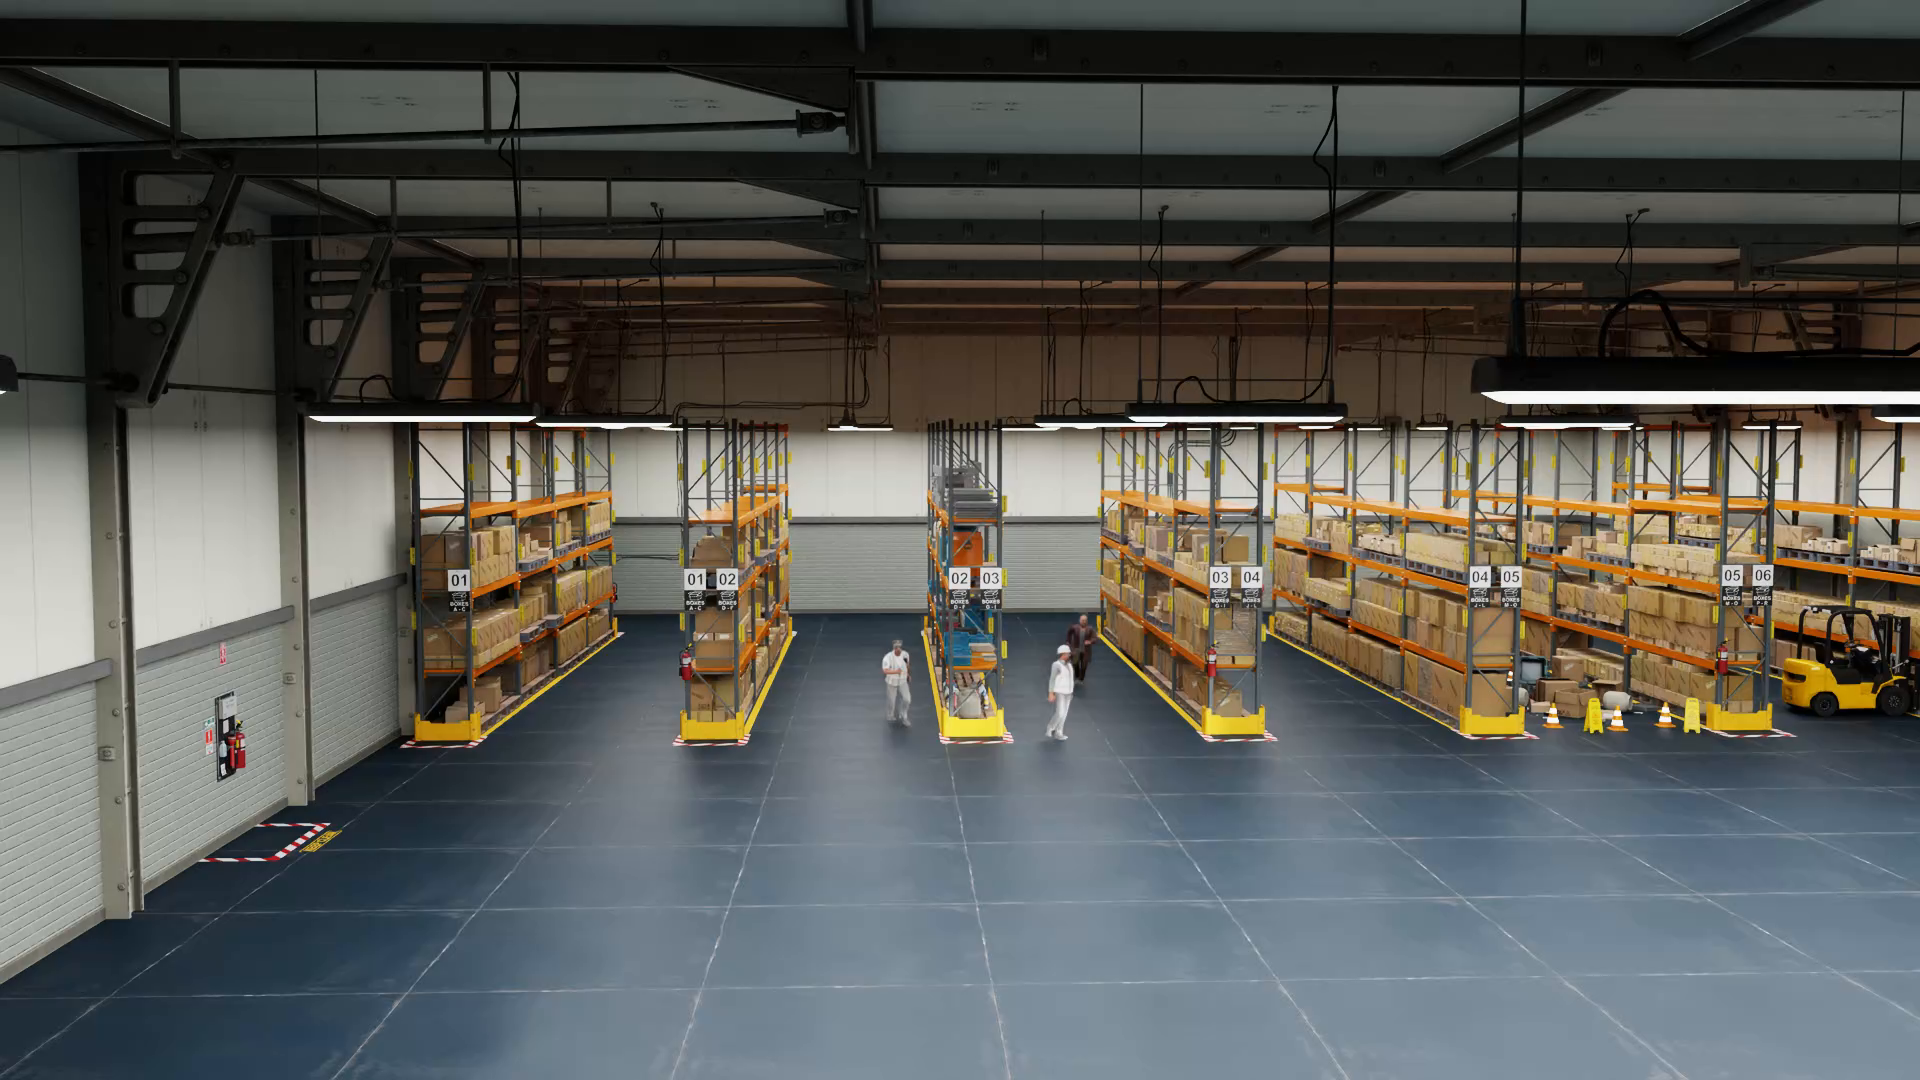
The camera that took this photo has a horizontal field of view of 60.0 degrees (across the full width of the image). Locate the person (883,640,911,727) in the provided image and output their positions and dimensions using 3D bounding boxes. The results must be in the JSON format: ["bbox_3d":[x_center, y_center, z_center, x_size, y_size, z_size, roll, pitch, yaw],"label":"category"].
[{"bbox_3d":[-1.239,2.785,32.519,0.610,1.729,0.969,-1,4,-15],"label":"person"}]

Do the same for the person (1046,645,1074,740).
[{"bbox_3d":[1.863,2.842,31.039,0.453,1.765,0.614,3,5,39],"label":"person"}]

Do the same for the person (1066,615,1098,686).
[{"bbox_3d":[2.736,2.487,37.397,0.717,1.648,1.024,0,4,1],"label":"person"}]
